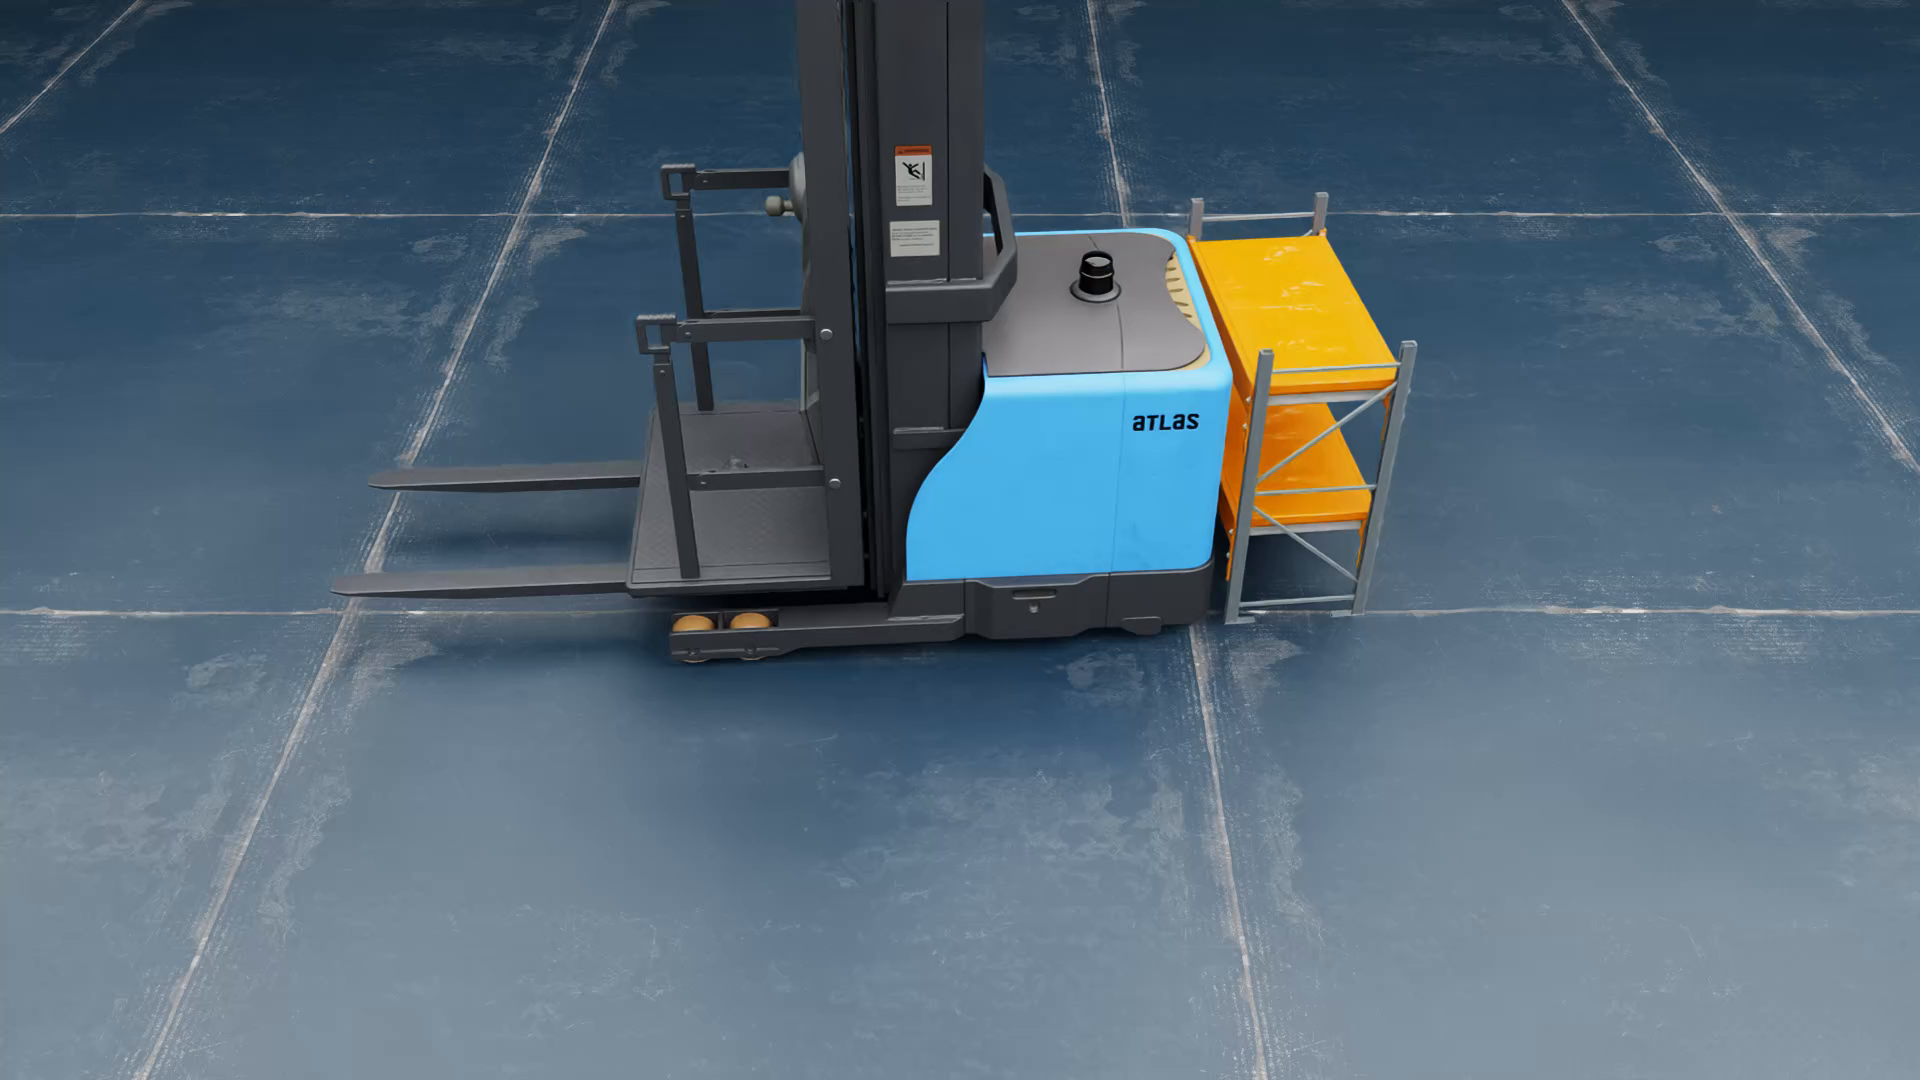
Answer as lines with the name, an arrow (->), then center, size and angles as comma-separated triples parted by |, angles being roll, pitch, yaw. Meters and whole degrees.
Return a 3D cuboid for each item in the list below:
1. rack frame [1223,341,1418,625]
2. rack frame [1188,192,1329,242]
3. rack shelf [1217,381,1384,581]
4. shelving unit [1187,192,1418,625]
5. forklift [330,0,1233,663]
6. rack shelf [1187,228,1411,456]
rack frame -> 1.184, -0.164, 5.555 | 0.500, 1.125, 0.032 | -4, 39, -5
rack frame -> 1.081, -0.796, 6.344 | 0.500, 1.125, 0.032 | -4, 39, -5
rack shelf -> 1.132, -0.289, 6.102 | 0.538, 0.278, 1.000 | -4, 39, -5
shelving unit -> 1.133, -0.480, 5.949 | 0.538, 1.125, 1.048 | -4, 39, -5
forklift -> -0.664, -1.065, 5.235 | 3.031, 2.935, 1.130 | -2, 39, -3
rack shelf -> 1.133, -0.708, 5.766 | 0.538, 0.278, 1.000 | -4, 39, -5
